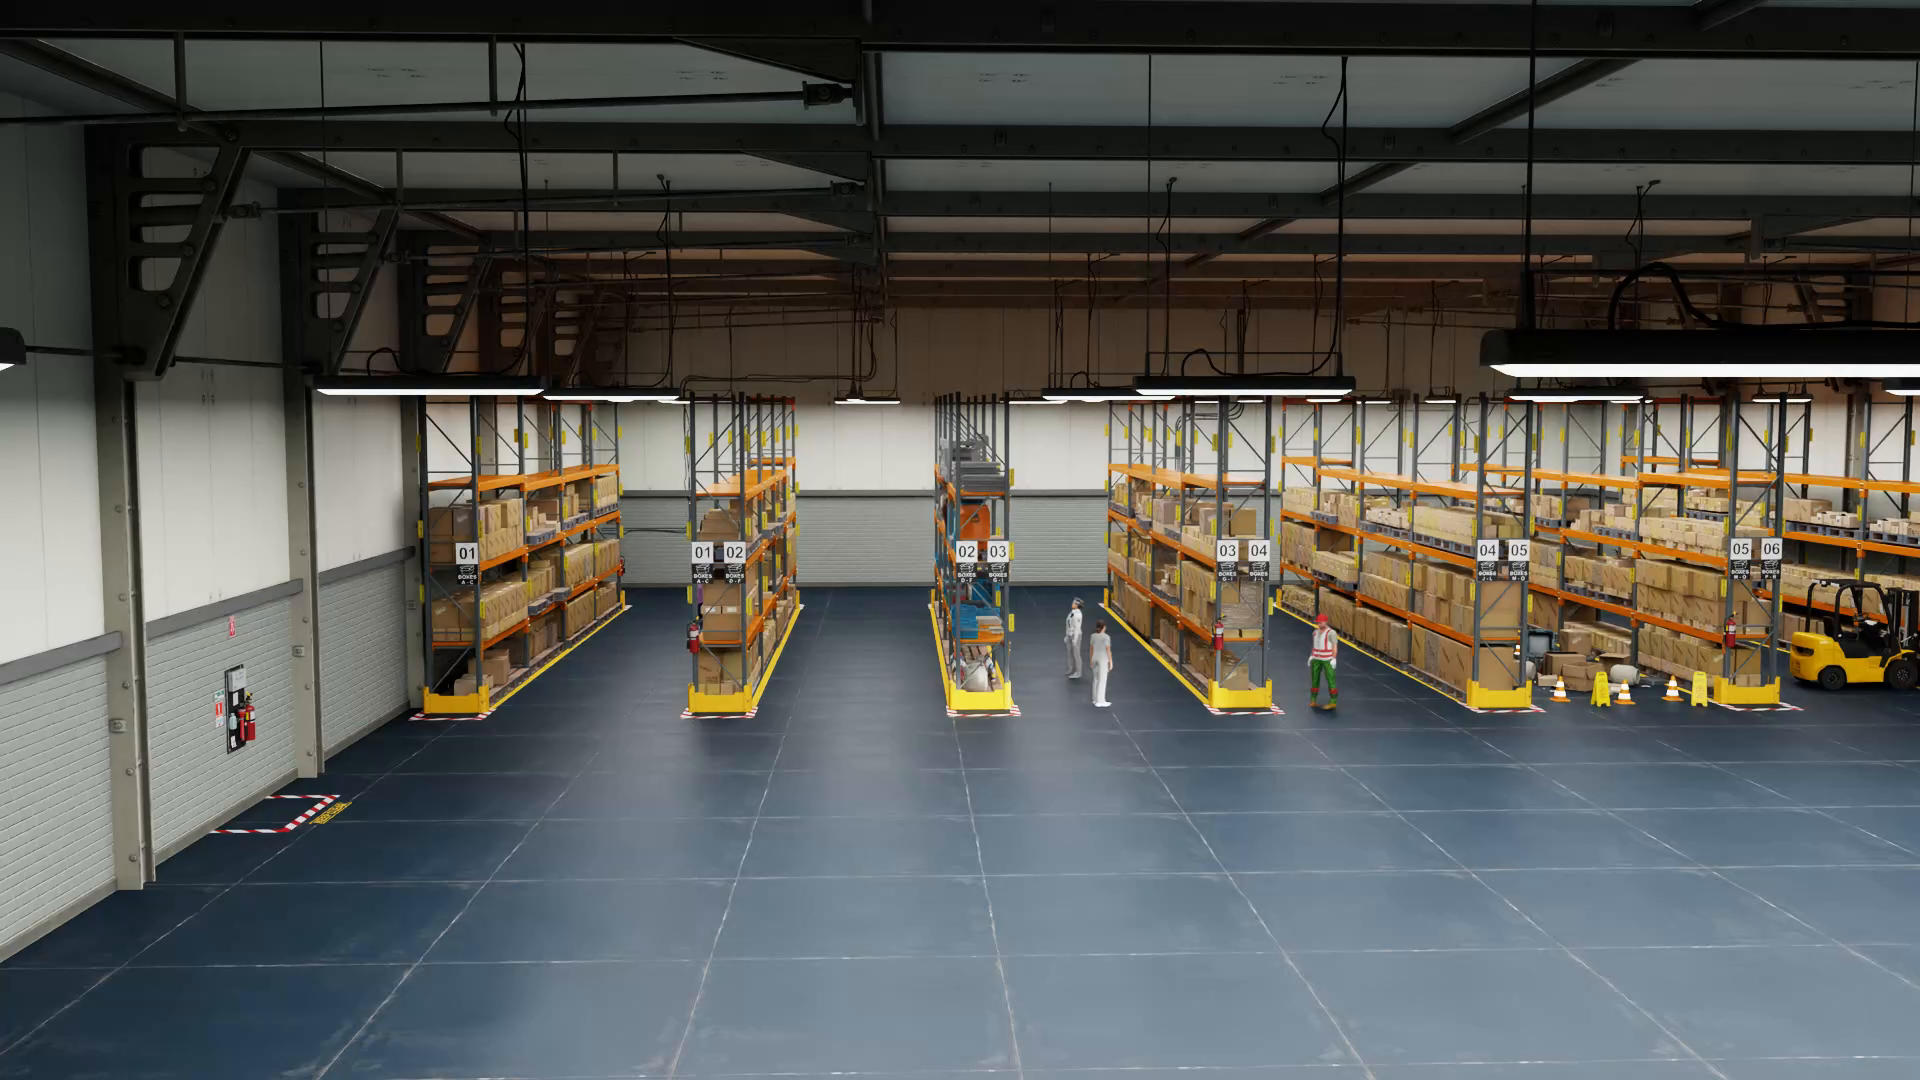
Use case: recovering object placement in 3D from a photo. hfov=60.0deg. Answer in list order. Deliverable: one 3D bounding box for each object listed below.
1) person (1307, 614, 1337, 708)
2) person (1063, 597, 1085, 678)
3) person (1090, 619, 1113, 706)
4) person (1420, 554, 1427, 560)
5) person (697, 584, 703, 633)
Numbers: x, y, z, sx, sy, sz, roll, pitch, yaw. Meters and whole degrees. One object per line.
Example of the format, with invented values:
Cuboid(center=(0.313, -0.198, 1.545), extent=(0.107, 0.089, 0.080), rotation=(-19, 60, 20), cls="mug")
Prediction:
Cuboid(center=(6.870, 2.289, 31.658), extent=(0.603, 1.781, 0.433), rotation=(4, 6, 41), cls="person")
Cuboid(center=(2.419, 2.044, 35.135), extent=(0.418, 1.701, 0.527), rotation=(-2, 5, -27), cls="person")
Cuboid(center=(2.748, 2.352, 31.876), extent=(0.455, 1.693, 0.517), rotation=(-4, 6, -44), cls="person")
Cuboid(center=(12.769, 1.228, 45.914), extent=(0.405, 1.665, 0.483), rotation=(0, 5, -1), cls="person")
Cuboid(center=(-6.547, 1.587, 41.942), extent=(0.402, 1.541, 0.823), rotation=(0, 5, -3), cls="person")
